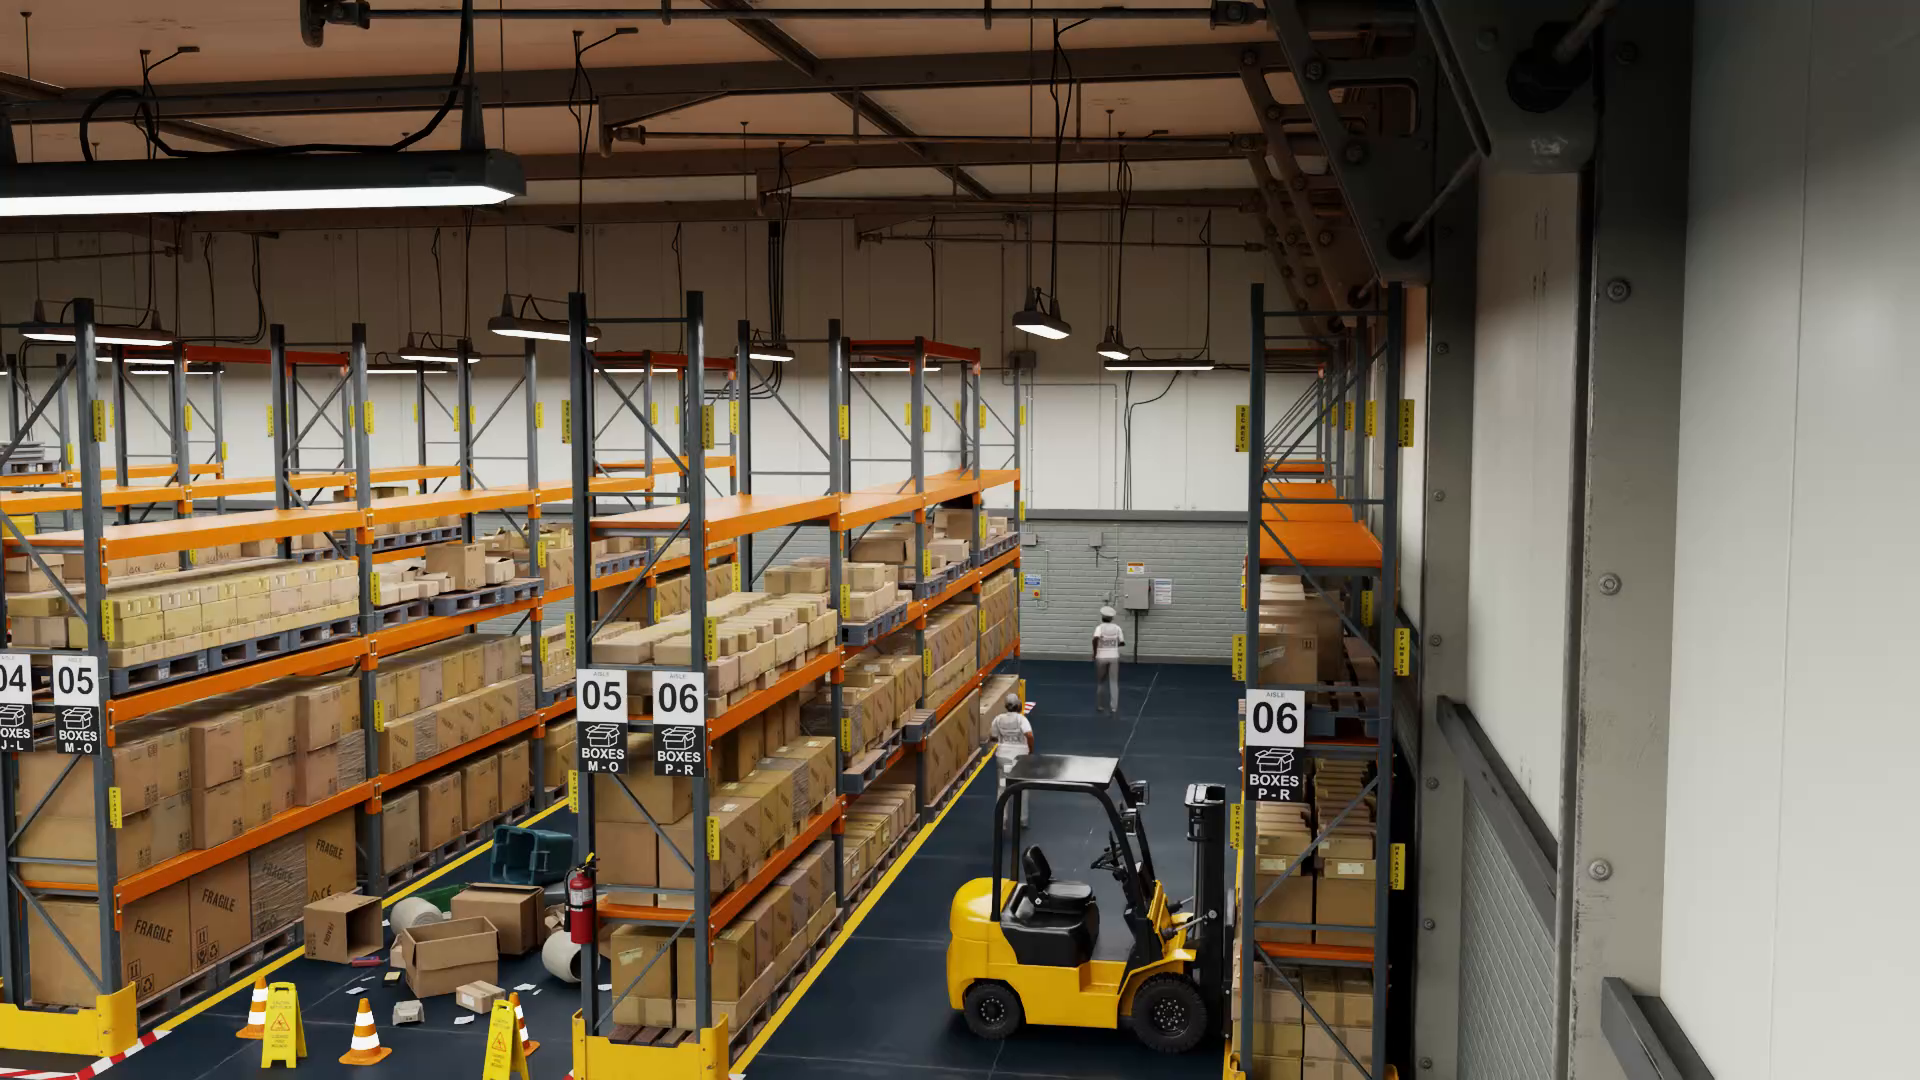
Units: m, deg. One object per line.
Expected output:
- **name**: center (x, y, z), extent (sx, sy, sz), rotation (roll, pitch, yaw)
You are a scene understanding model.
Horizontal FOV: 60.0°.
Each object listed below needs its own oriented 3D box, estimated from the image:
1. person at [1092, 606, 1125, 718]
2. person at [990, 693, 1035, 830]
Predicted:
- **person**: center (2.315, 1.923, 26.048), extent (0.571, 1.732, 0.794), rotation (0, 5, -6)
- **person**: center (0.637, 2.717, 20.141), extent (0.581, 1.727, 0.754), rotation (1, 5, 10)
